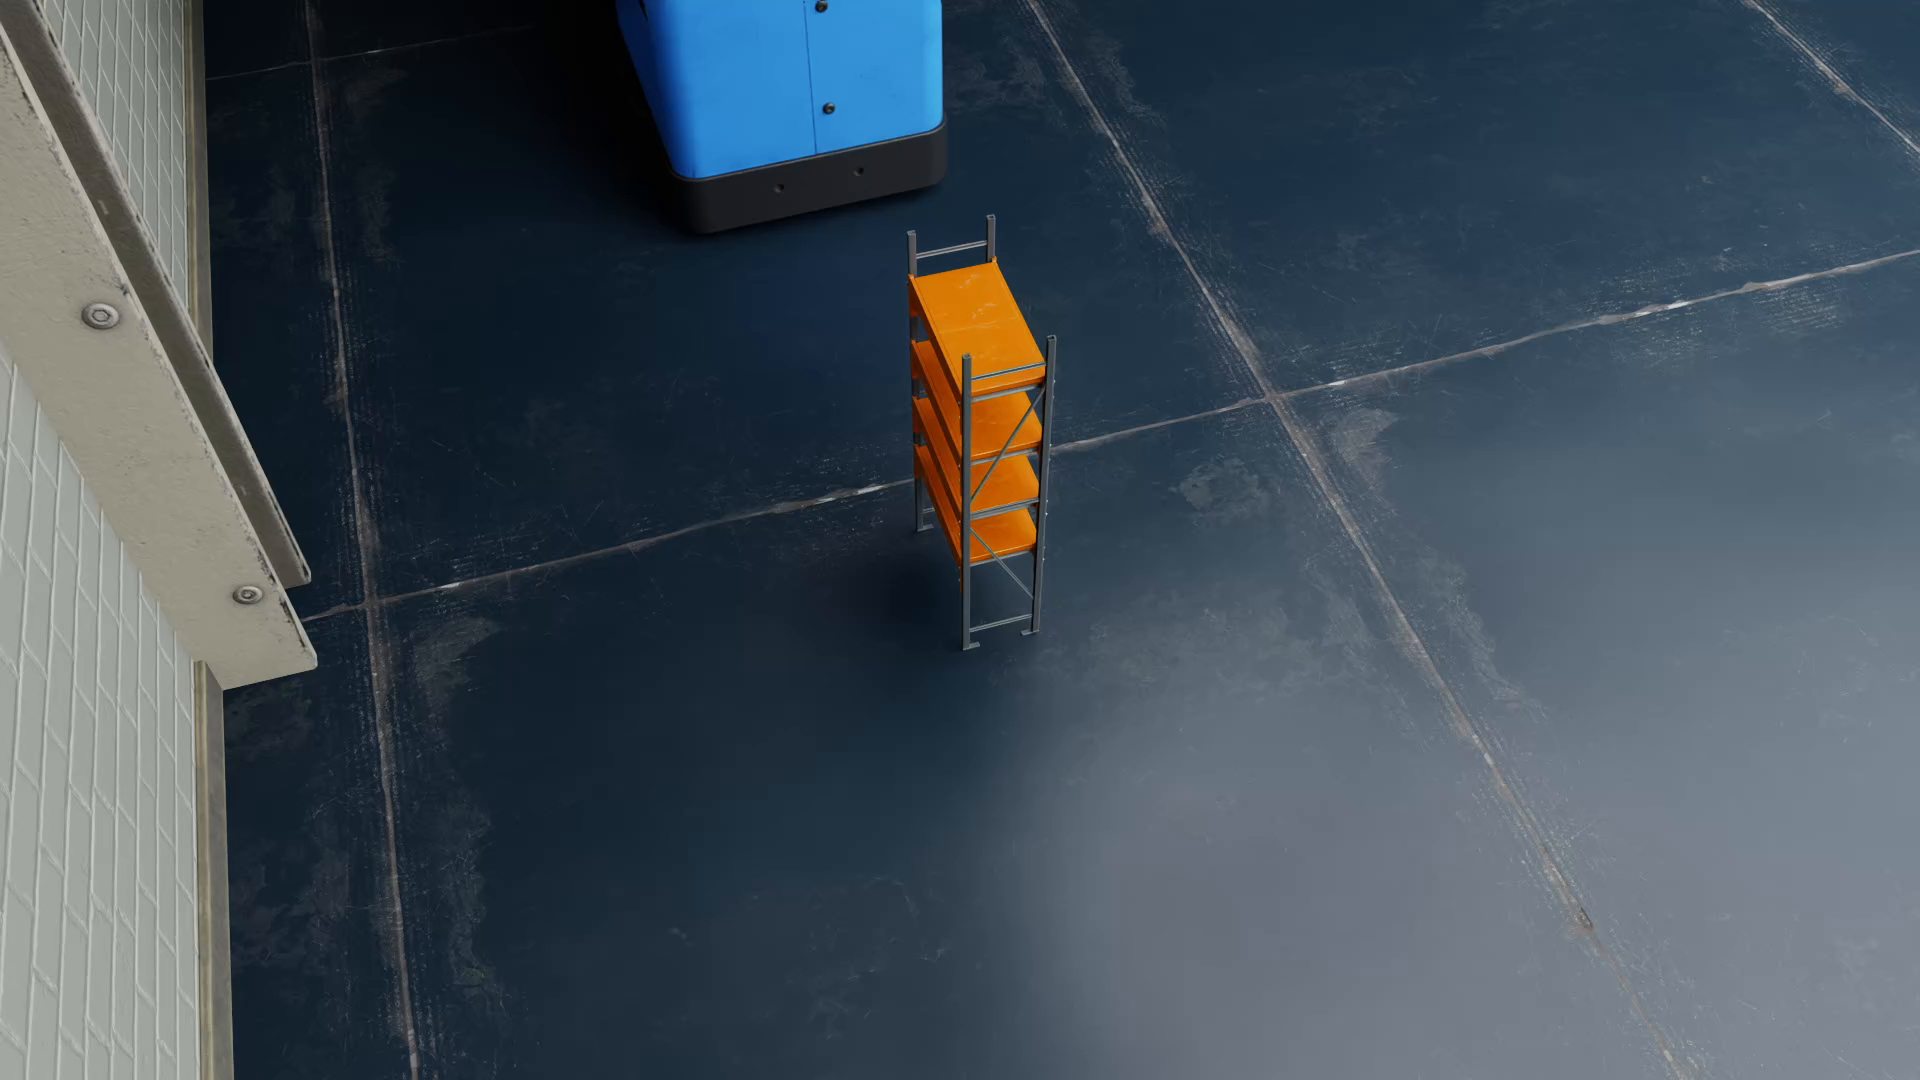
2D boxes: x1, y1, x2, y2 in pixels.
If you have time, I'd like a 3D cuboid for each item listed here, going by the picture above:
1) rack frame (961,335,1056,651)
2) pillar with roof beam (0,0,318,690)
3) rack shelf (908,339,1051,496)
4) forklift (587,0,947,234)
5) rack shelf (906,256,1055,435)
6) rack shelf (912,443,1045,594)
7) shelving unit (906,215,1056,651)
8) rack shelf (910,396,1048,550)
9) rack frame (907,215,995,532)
[{"bbox_3d":[0.121,-0.088,4.539,0.240,1.200,0.015,-13,51,-11],"label":"rack frame"},{"bbox_3d":[2.001,-3.605,2.403,9.100,9.000,0.400,-13,51,-11],"label":"pillar with roof beam"},{"bbox_3d":[0.049,-0.367,4.570,0.258,0.148,0.480,-13,51,-11],"label":"rack shelf"},{"bbox_3d":[-1.007,-3.224,6.051,1.130,2.935,3.031,-15,51,-12],"label":"forklift"},{"bbox_3d":[0.049,-0.519,4.389,0.258,0.148,0.480,-13,51,-11],"label":"rack shelf"},{"bbox_3d":[0.049,-0.094,4.893,0.258,0.148,0.480,-13,51,-11],"label":"rack shelf"},{"bbox_3d":[0.049,-0.266,4.689,0.258,1.200,0.503,-13,51,-11],"label":"shelving unit"},{"bbox_3d":[0.049,-0.222,4.741,0.258,0.148,0.480,-13,51,-11],"label":"rack shelf"},{"bbox_3d":[-0.023,-0.444,4.840,0.240,1.200,0.015,-13,51,-11],"label":"rack frame"}]
